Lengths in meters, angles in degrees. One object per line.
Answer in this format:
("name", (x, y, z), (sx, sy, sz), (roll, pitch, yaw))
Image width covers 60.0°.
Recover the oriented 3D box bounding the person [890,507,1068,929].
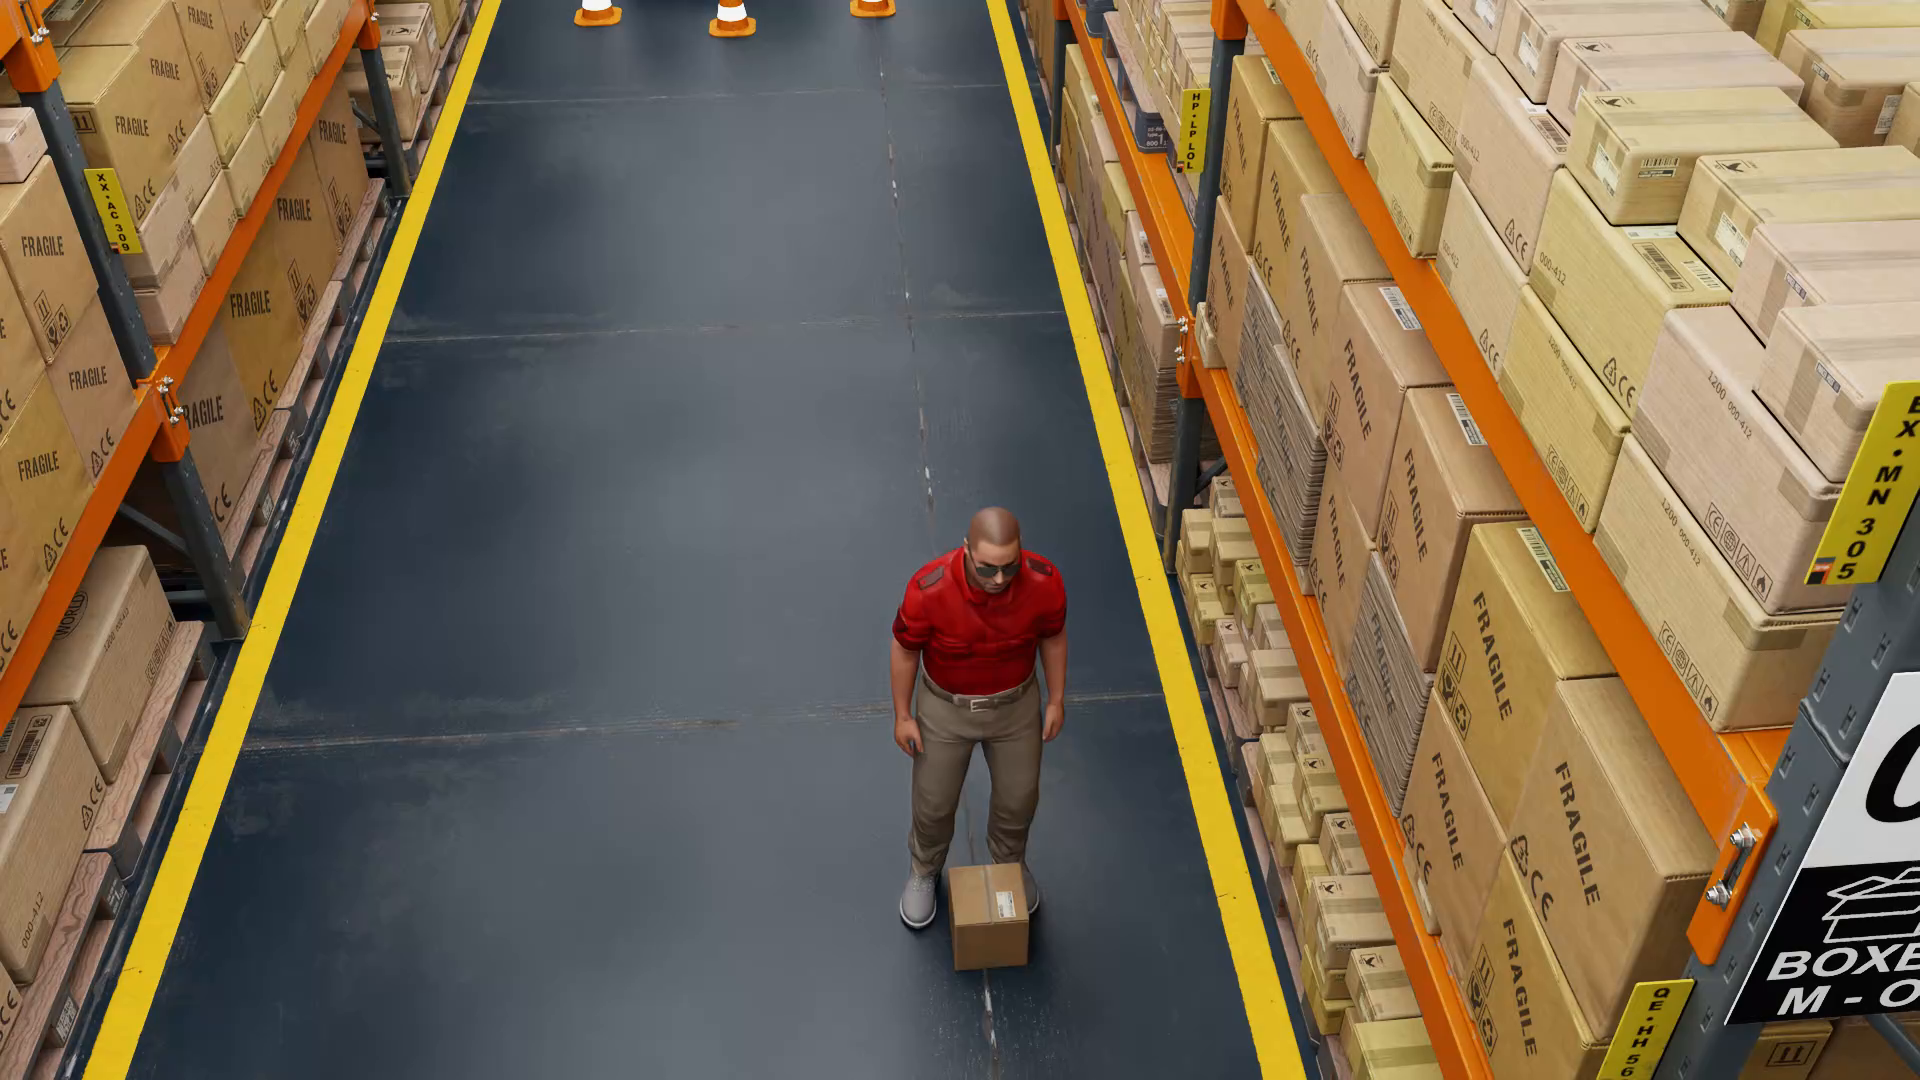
("person", (0.065, 0.562, 5.469), (0.591, 1.725, 0.392), (-5, 39, -6))
